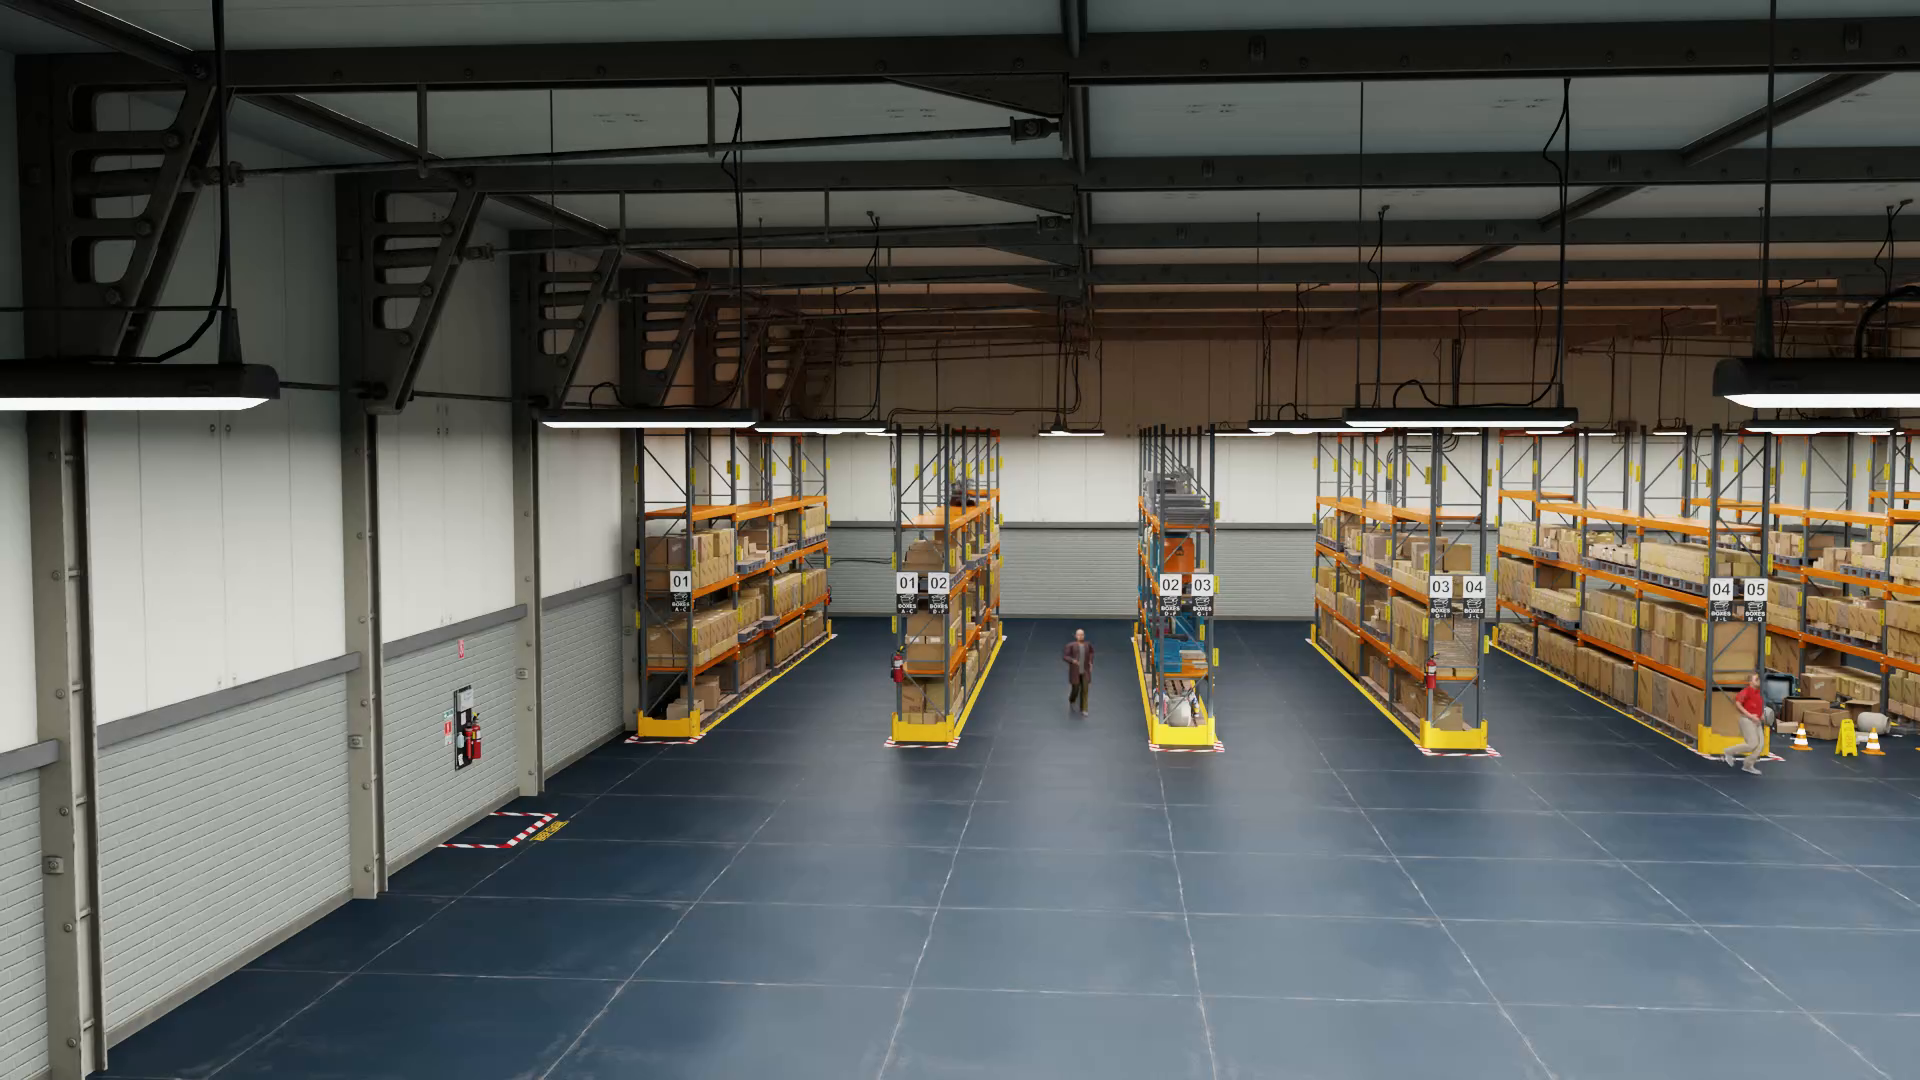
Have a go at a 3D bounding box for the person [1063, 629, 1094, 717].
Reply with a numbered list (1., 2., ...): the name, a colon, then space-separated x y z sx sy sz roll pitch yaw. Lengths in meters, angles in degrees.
1. person: 2.469 2.718 34.297 0.715 1.756 1.000 -1 4 -10

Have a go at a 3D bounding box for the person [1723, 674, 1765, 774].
1. person: 13.567 3.149 28.649 0.687 1.692 0.618 -3 5 -41
